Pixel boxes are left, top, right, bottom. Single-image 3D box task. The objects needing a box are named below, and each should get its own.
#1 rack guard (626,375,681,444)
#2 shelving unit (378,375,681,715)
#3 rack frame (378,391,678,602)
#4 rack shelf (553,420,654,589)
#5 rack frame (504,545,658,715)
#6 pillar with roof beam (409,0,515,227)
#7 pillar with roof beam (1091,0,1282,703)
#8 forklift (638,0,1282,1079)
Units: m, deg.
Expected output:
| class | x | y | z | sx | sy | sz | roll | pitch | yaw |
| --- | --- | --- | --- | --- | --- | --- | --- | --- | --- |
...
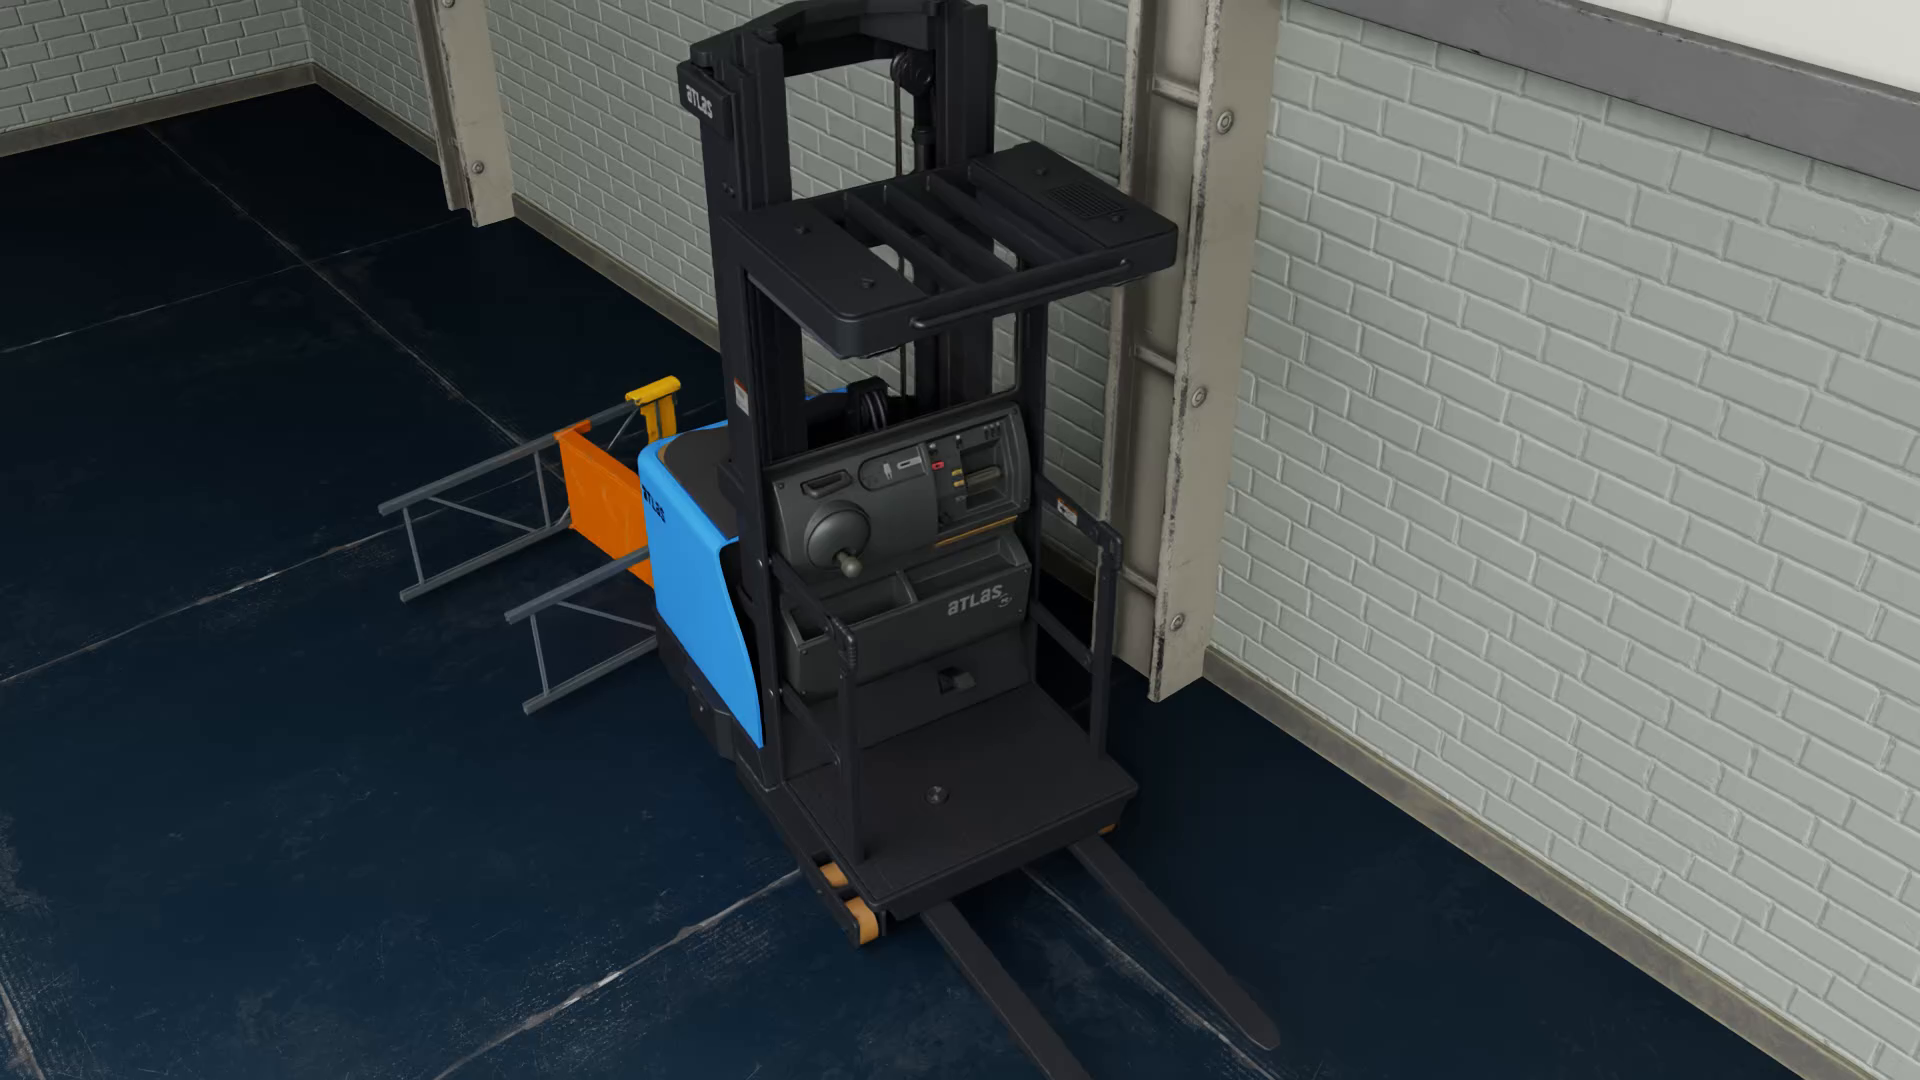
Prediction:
| class | x | y | z | sx | sy | sz | roll | pitch | yaw |
| --- | --- | --- | --- | --- | --- | --- | --- | --- | --- |
| rack guard | -1.427 | -0.474 | 7.889 | 0.250 | 0.587 | 0.087 | -29 | 44 | -34 |
| shelving unit | -1.539 | -0.017 | 7.243 | 1.500 | 0.587 | 1.083 | -29 | 44 | -34 |
| rack frame | -1.894 | -0.234 | 7.550 | 1.500 | 0.500 | 0.032 | -29 | 44 | -34 |
| rack shelf | -1.414 | -0.092 | 7.349 | 0.185 | 0.538 | 1.000 | -29 | 44 | -34 |
| rack frame | -1.196 | 0.193 | 6.947 | 1.500 | 0.500 | 0.032 | -29 | 44 | -34 |
| pillar with roof beam | -6.368 | -4.192 | 5.883 | 9.100 | 9.000 | 0.400 | -26 | 43 | -32 |
| pillar with roof beam | -2.496 | -1.543 | 2.143 | 9.100 | 9.000 | 0.400 | -26 | 43 | -32 |
| forklift | -0.067 | -0.102 | 5.358 | 1.130 | 2.935 | 3.031 | -19 | 40 | -25 |
